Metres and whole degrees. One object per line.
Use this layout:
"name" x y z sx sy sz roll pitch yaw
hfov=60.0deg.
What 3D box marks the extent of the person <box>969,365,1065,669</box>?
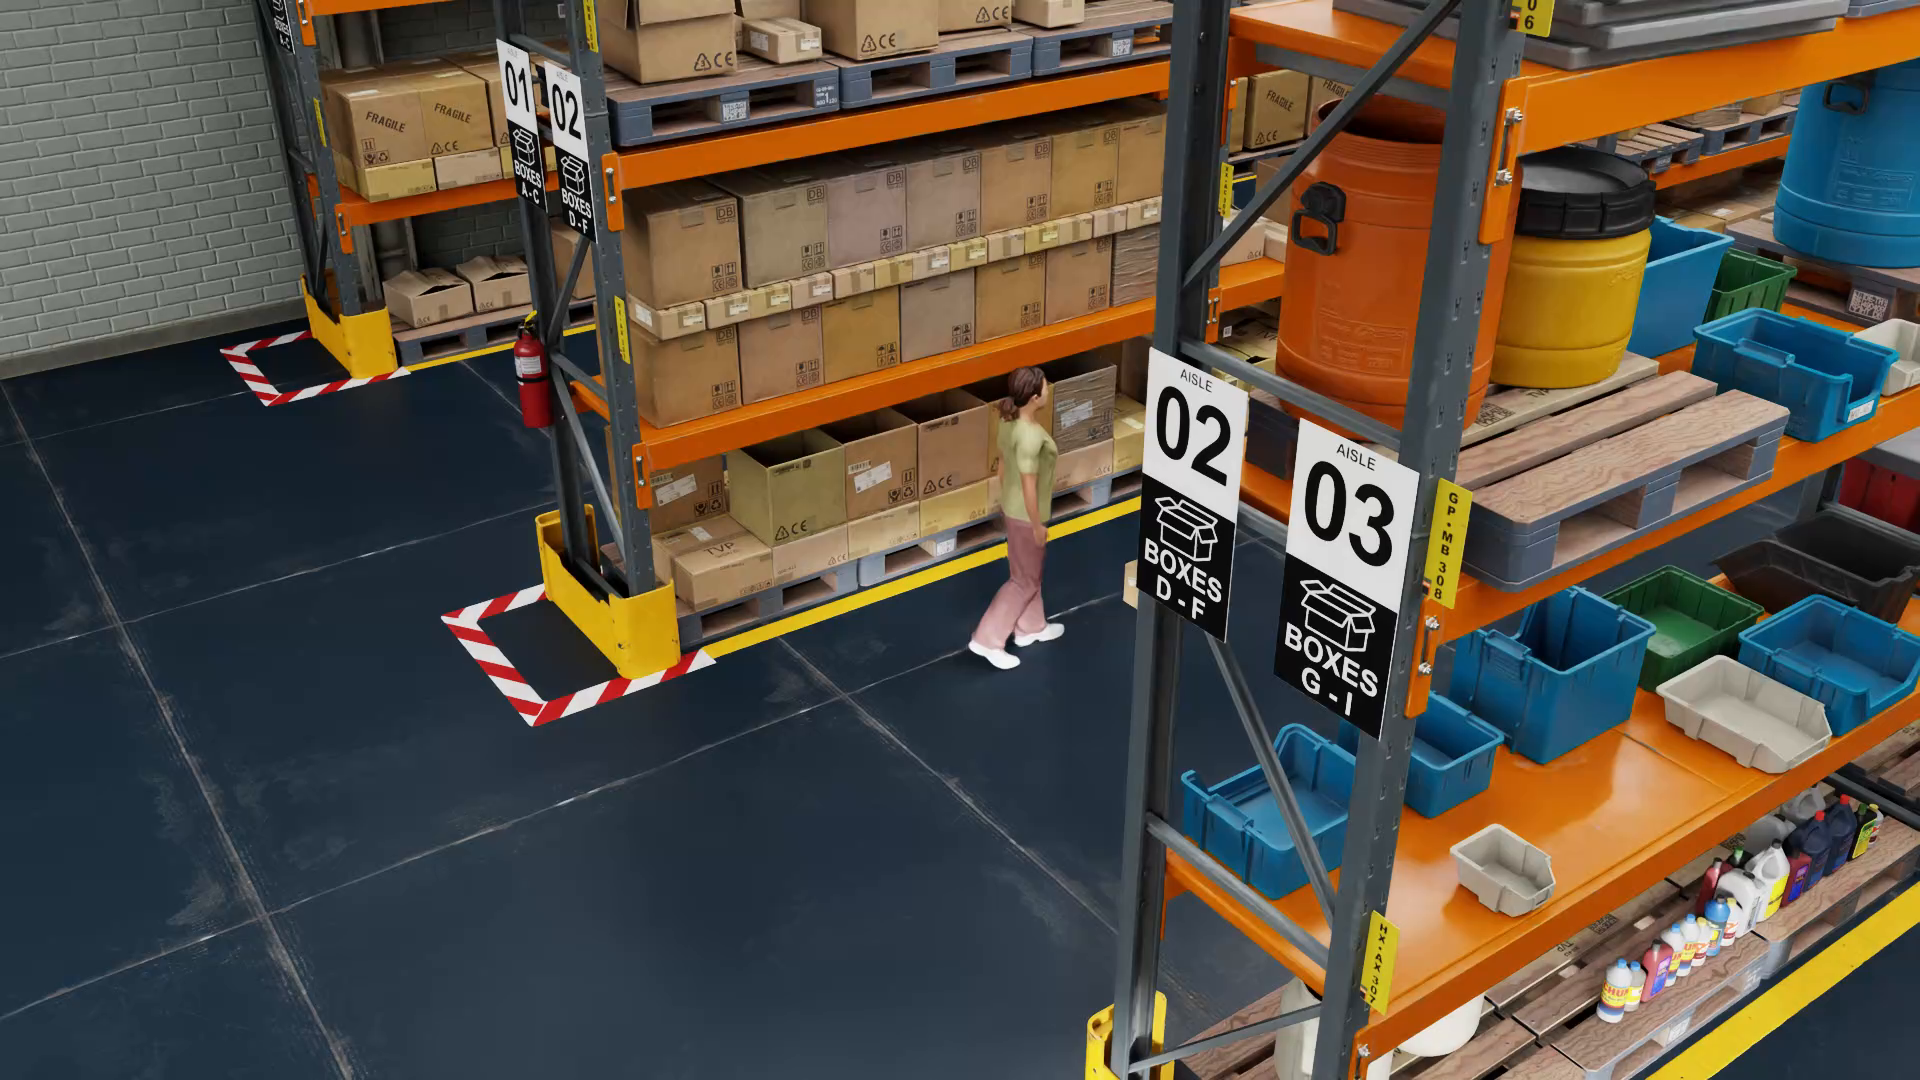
"person" 0.324 -0.129 8.857 0.591 1.673 0.484 -6 29 -11
